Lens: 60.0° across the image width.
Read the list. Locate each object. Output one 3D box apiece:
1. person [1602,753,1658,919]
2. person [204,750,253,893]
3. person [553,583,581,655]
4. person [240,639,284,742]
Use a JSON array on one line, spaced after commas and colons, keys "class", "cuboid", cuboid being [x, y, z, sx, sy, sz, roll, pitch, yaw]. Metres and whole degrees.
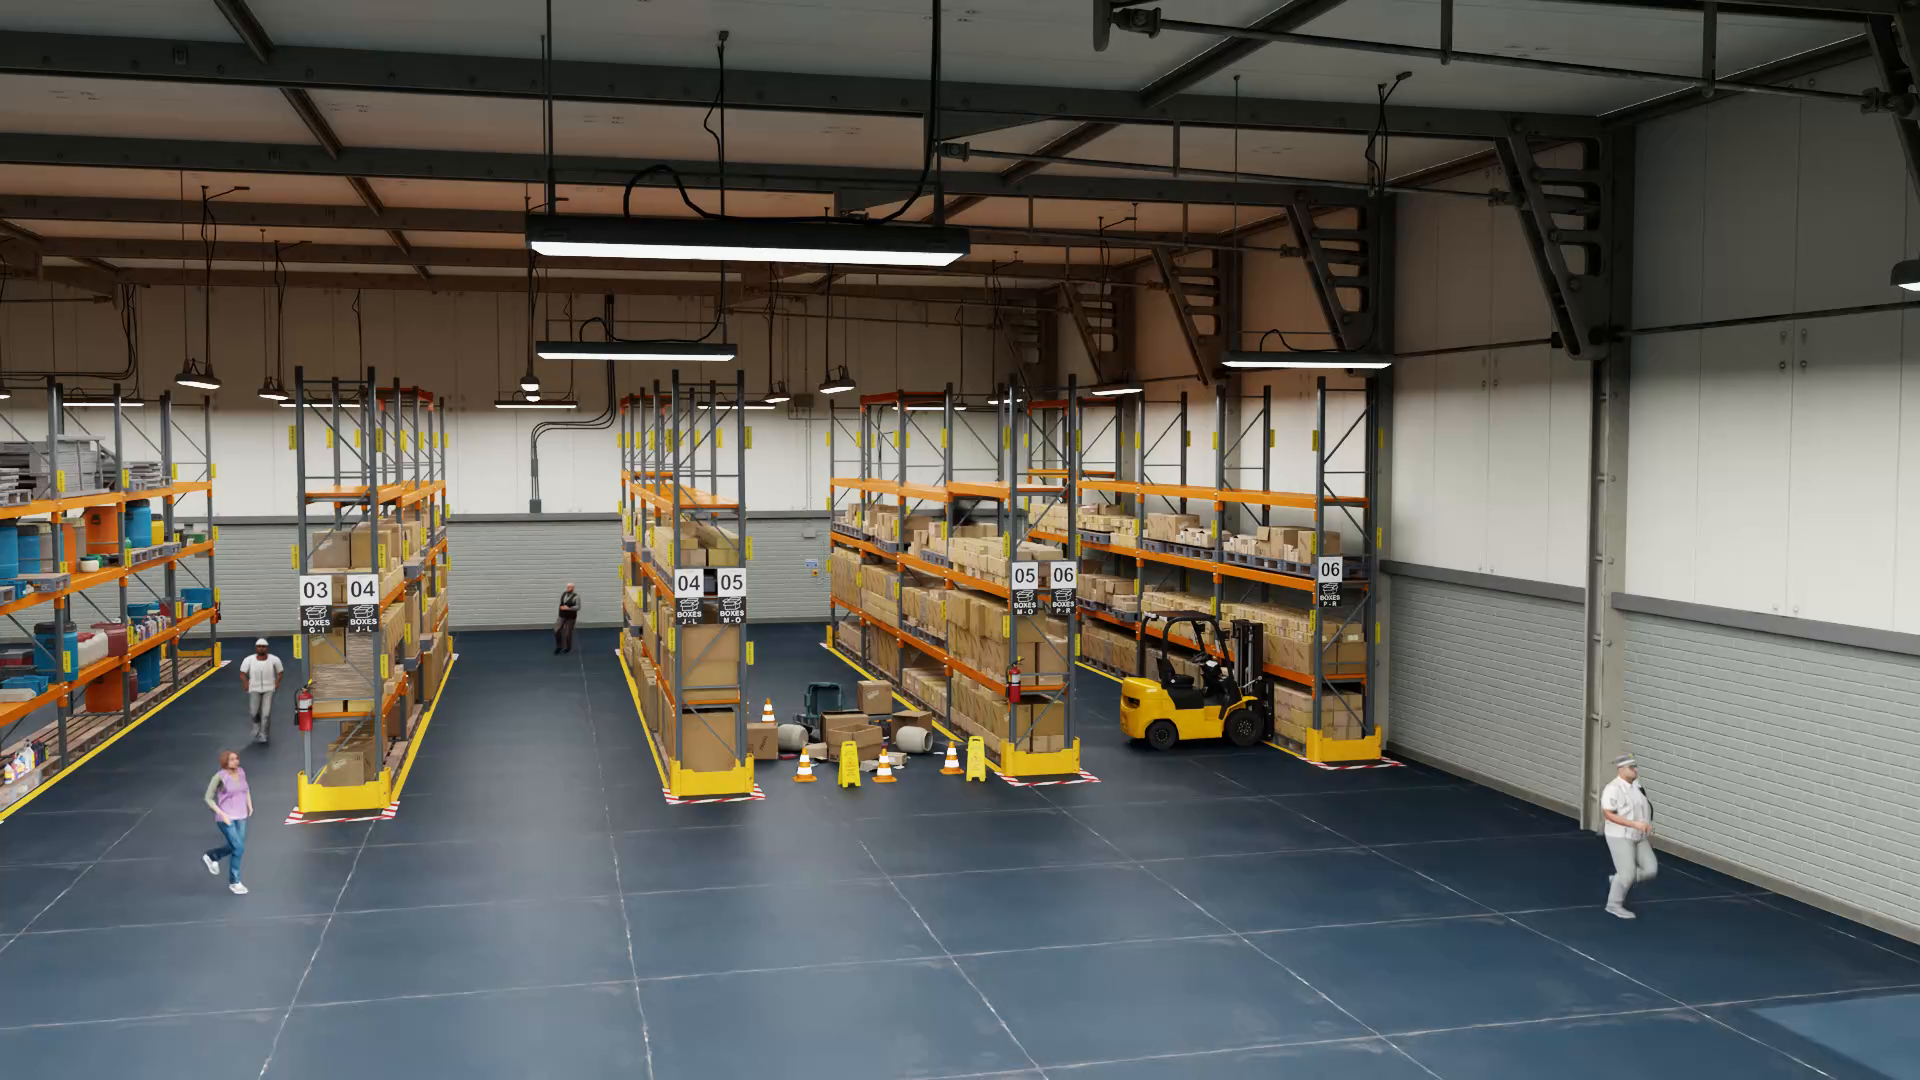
[{"class": "person", "cuboid": [7.036, 3.094, 17.422, 0.658, 1.743, 0.565, -2, 4, -34]}, {"class": "person", "cuboid": [-8.196, 3.116, 18.547, 0.674, 1.592, 0.540, 2, 4, 26]}, {"class": "person", "cuboid": [-9.167, 1.852, 38.947, 0.717, 1.737, 0.668, 1, 4, 17]}, {"class": "person", "cuboid": [-11.577, 2.492, 27.585, 0.683, 1.719, 0.575, -1, 4, -21]}]
